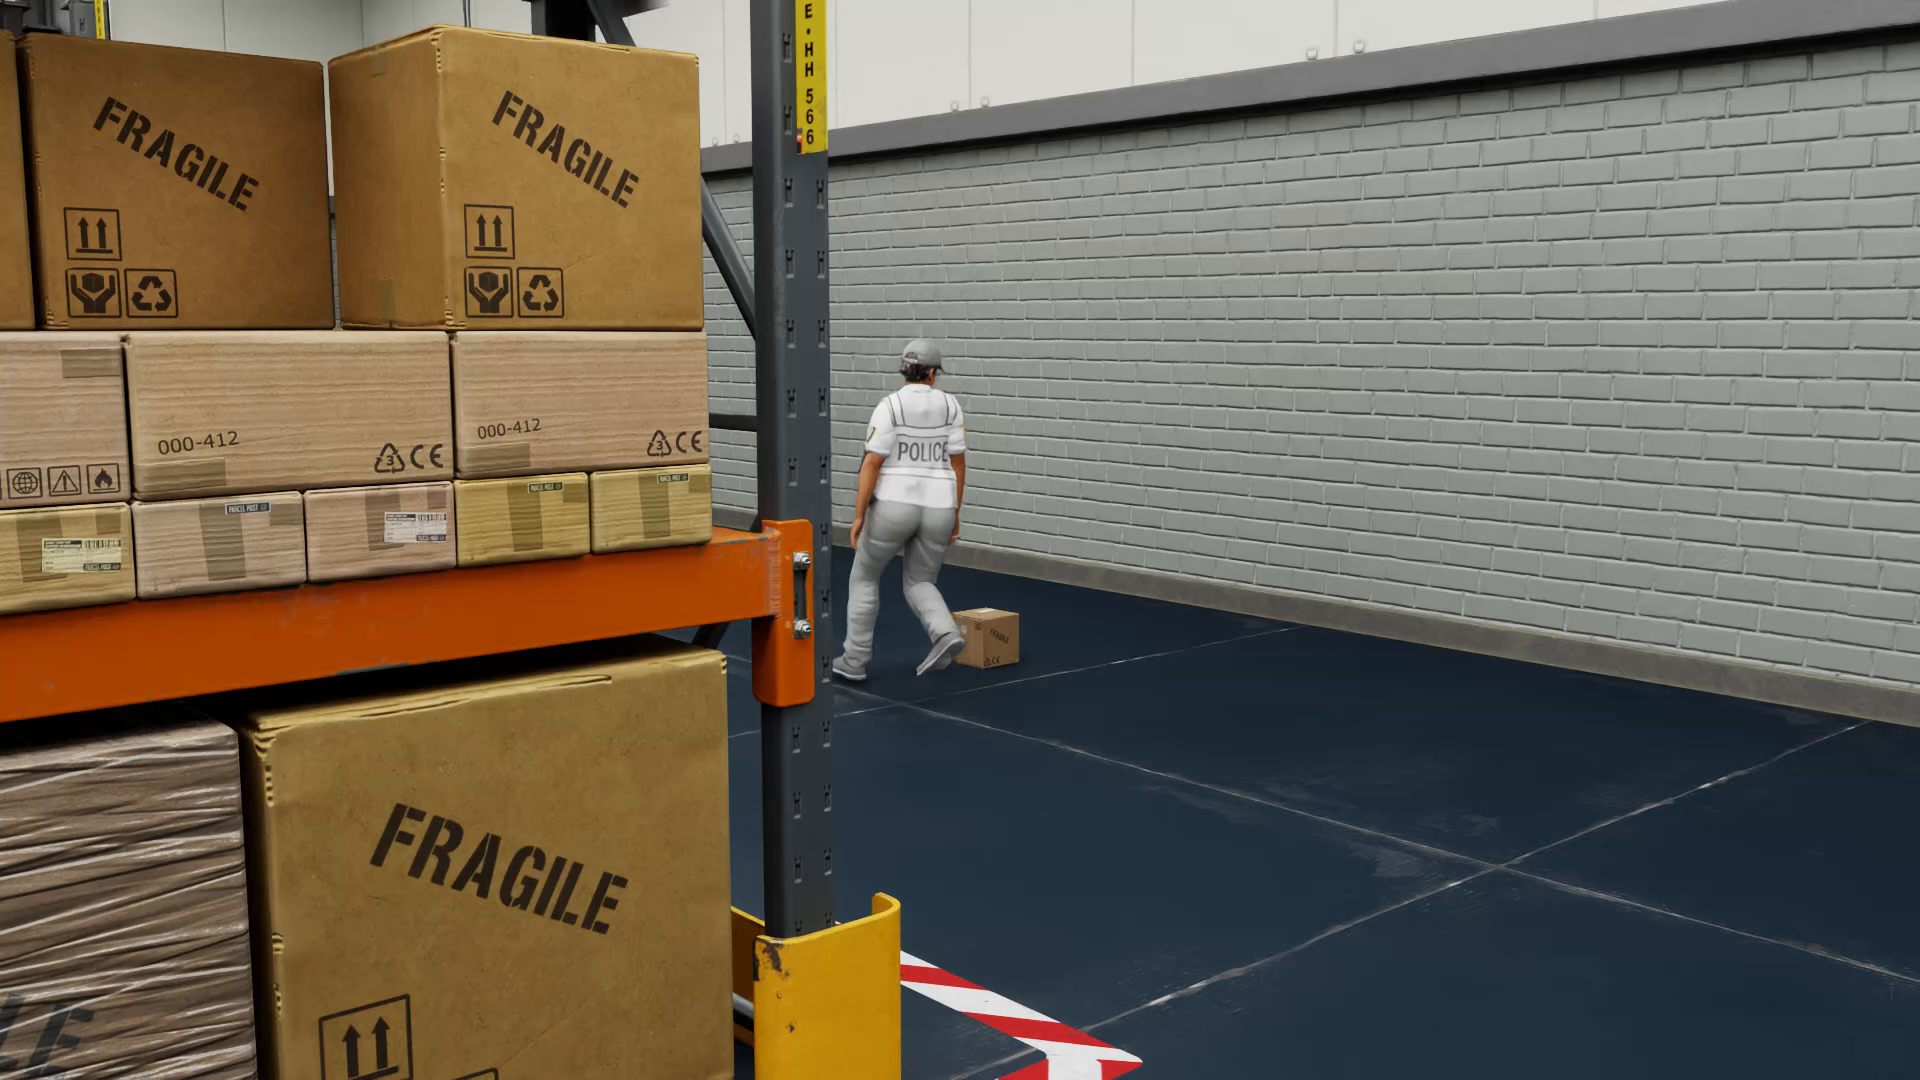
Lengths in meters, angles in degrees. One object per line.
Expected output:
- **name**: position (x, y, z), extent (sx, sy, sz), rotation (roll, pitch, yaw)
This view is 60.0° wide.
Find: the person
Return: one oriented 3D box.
- **person**: position (-0.249, -0.135, 7.786), extent (0.576, 1.604, 0.758), rotation (-4, 9, -28)
